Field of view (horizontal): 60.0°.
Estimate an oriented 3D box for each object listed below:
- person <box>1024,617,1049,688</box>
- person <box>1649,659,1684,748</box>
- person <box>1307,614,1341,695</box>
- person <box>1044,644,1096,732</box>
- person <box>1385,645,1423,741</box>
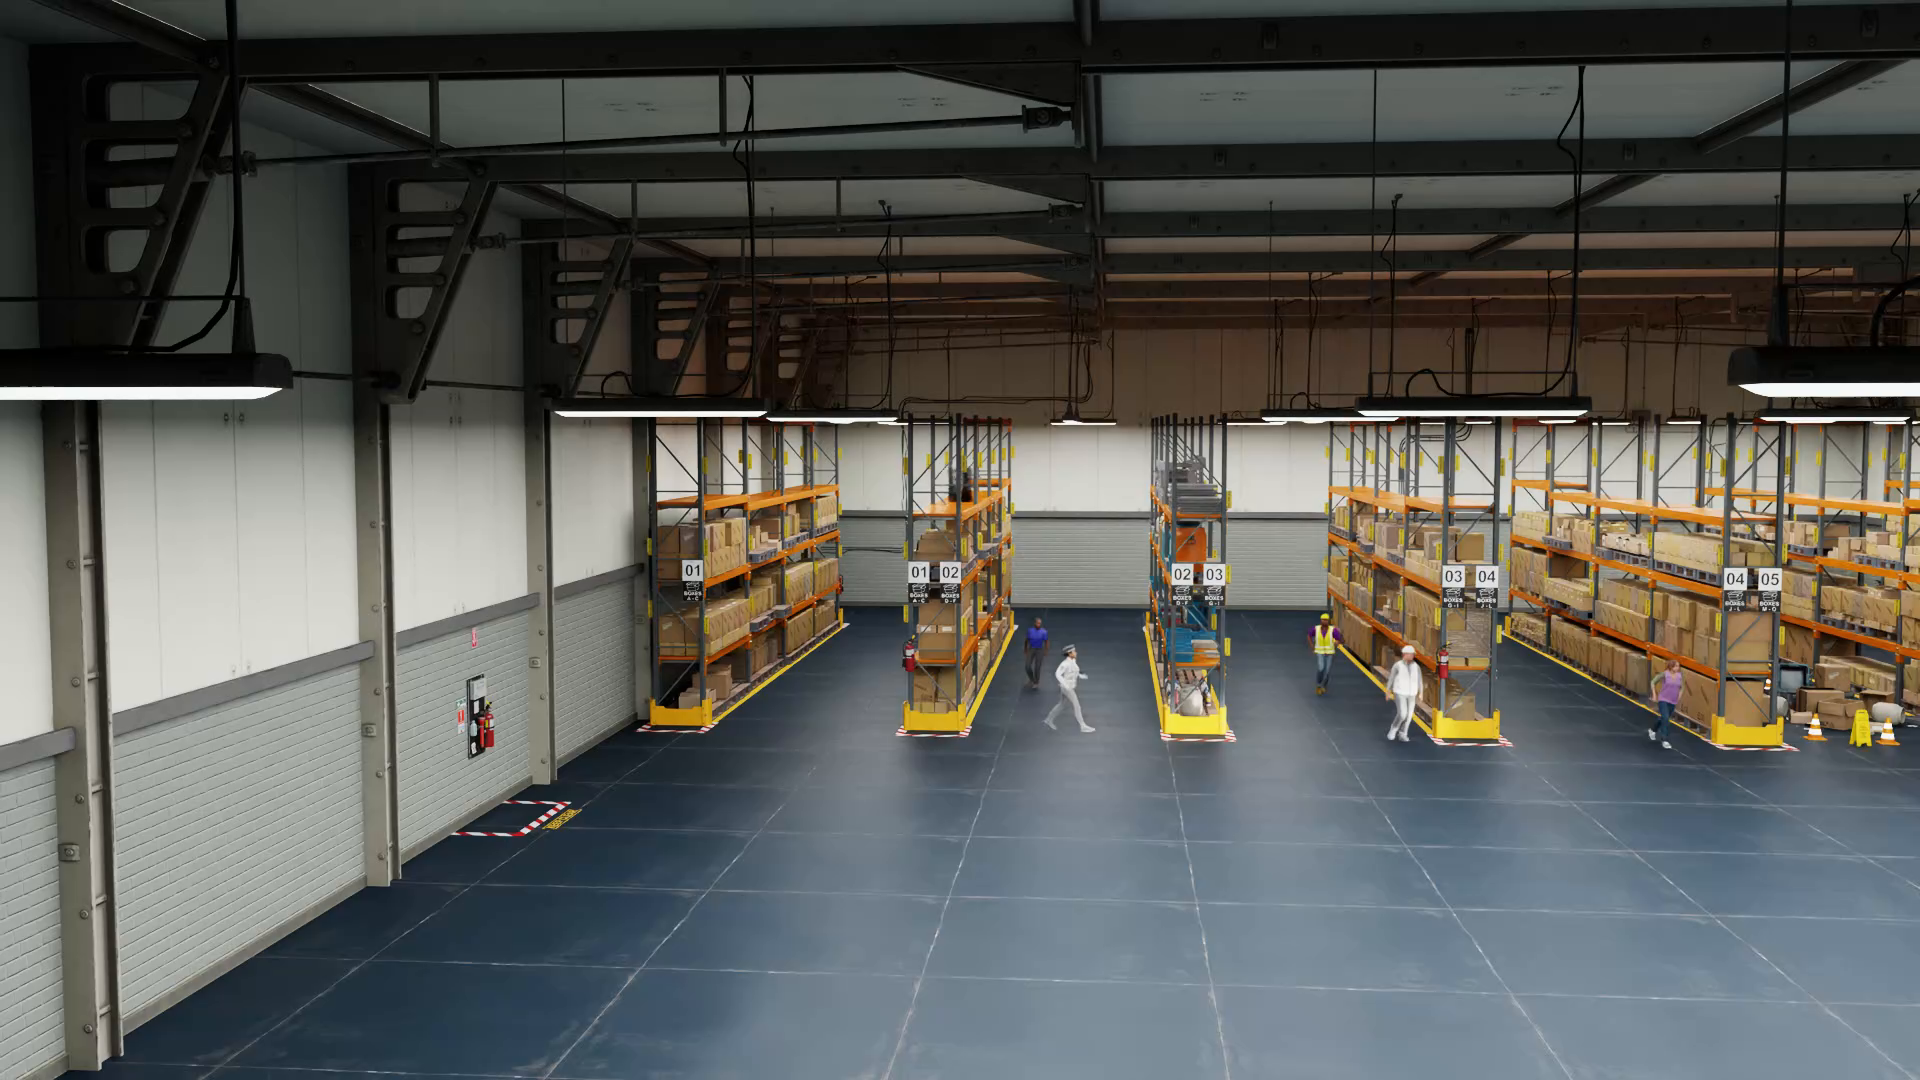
[{"bbox_3d":[1.660,2.467,36.433,0.596,1.608,0.582,1,4,9],"label":"person"},{"bbox_3d":[12.704,2.901,29.845,0.583,1.542,0.926,0,4,-7],"label":"person"},{"bbox_3d":[7.818,2.454,35.638,0.682,1.754,0.697,0,4,6],"label":"person"},{"bbox_3d":[2.030,2.758,30.949,1.012,1.661,0.610,1,4,15],"label":"person"},{"bbox_3d":[8.110,2.793,30.266,0.603,1.759,0.470,-1,4,-14],"label":"person"}]
